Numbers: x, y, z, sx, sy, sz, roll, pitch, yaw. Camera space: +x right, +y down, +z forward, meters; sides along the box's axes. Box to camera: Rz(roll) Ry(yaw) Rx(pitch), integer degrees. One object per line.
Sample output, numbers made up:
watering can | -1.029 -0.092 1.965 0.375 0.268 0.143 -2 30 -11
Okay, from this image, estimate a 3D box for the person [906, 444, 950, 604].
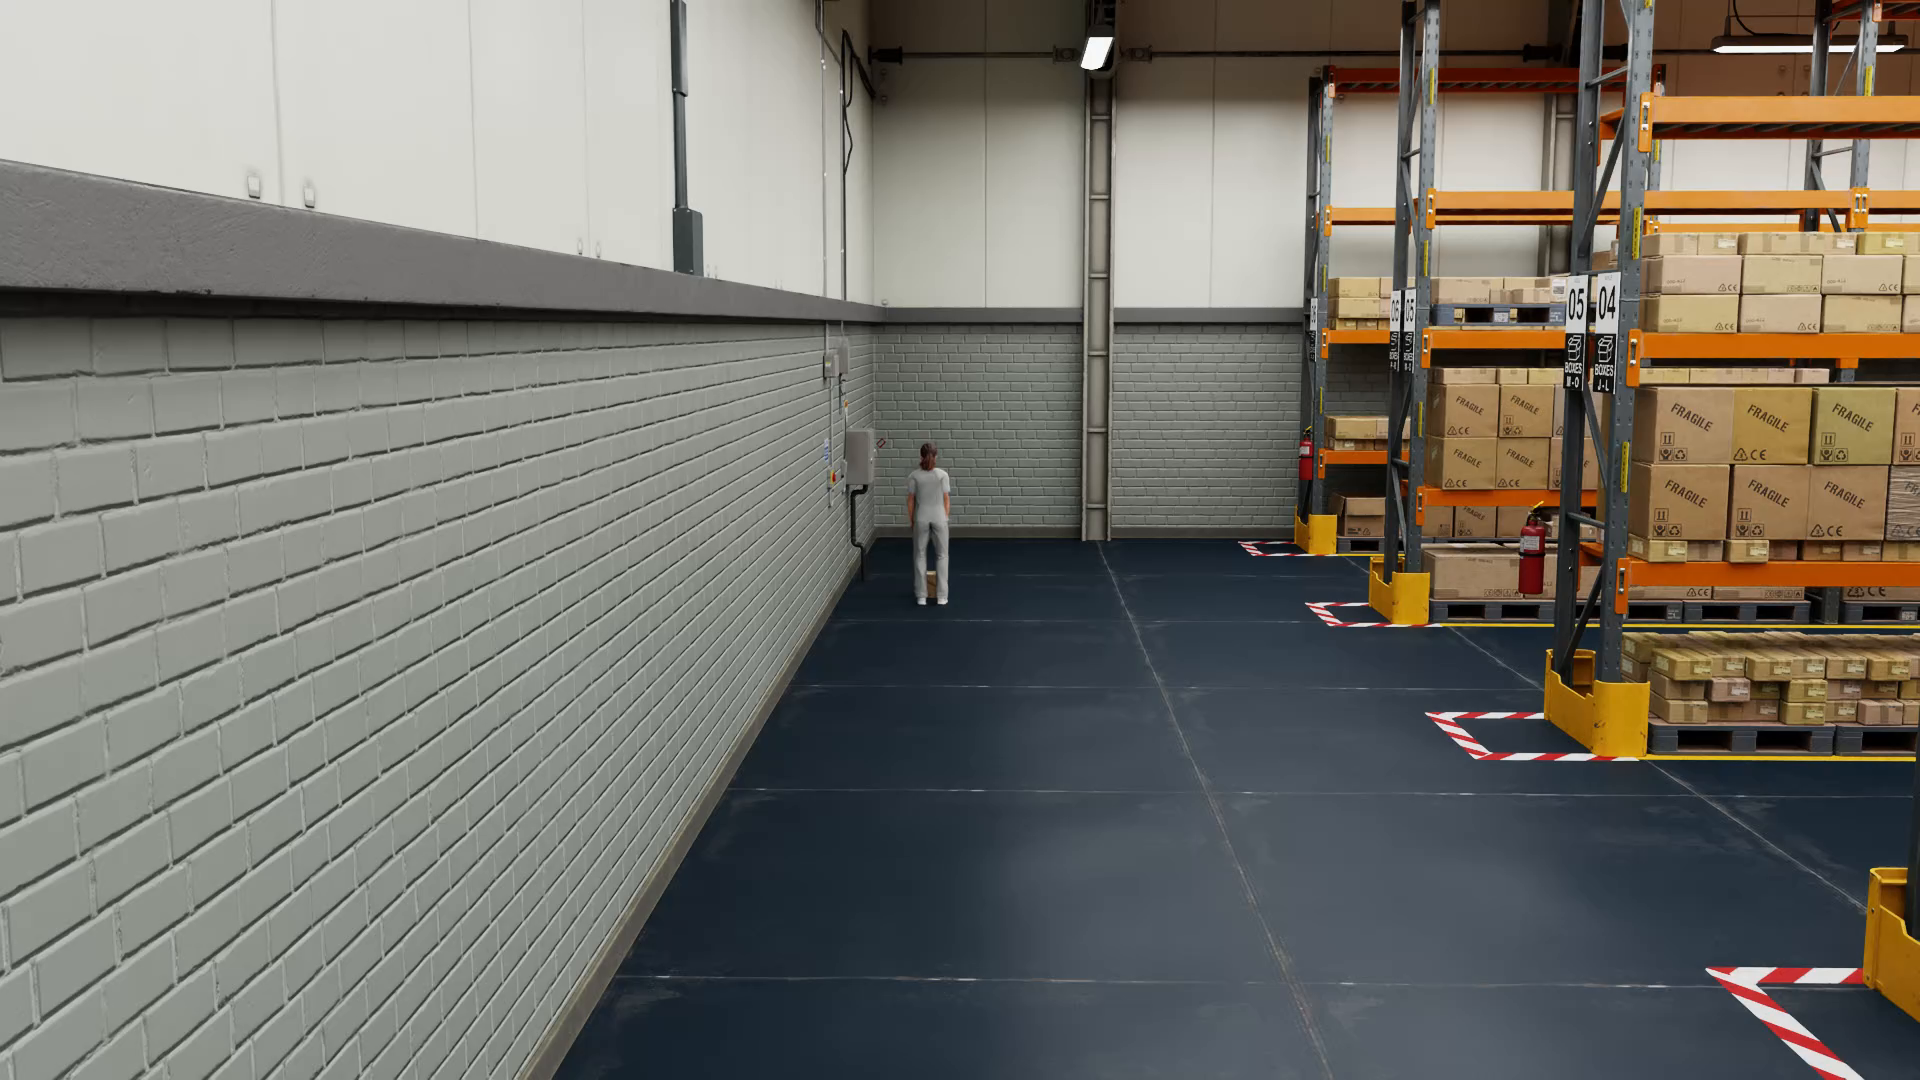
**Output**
person | -0.324 -0.157 17.132 0.453 1.652 0.347 0 7 3
